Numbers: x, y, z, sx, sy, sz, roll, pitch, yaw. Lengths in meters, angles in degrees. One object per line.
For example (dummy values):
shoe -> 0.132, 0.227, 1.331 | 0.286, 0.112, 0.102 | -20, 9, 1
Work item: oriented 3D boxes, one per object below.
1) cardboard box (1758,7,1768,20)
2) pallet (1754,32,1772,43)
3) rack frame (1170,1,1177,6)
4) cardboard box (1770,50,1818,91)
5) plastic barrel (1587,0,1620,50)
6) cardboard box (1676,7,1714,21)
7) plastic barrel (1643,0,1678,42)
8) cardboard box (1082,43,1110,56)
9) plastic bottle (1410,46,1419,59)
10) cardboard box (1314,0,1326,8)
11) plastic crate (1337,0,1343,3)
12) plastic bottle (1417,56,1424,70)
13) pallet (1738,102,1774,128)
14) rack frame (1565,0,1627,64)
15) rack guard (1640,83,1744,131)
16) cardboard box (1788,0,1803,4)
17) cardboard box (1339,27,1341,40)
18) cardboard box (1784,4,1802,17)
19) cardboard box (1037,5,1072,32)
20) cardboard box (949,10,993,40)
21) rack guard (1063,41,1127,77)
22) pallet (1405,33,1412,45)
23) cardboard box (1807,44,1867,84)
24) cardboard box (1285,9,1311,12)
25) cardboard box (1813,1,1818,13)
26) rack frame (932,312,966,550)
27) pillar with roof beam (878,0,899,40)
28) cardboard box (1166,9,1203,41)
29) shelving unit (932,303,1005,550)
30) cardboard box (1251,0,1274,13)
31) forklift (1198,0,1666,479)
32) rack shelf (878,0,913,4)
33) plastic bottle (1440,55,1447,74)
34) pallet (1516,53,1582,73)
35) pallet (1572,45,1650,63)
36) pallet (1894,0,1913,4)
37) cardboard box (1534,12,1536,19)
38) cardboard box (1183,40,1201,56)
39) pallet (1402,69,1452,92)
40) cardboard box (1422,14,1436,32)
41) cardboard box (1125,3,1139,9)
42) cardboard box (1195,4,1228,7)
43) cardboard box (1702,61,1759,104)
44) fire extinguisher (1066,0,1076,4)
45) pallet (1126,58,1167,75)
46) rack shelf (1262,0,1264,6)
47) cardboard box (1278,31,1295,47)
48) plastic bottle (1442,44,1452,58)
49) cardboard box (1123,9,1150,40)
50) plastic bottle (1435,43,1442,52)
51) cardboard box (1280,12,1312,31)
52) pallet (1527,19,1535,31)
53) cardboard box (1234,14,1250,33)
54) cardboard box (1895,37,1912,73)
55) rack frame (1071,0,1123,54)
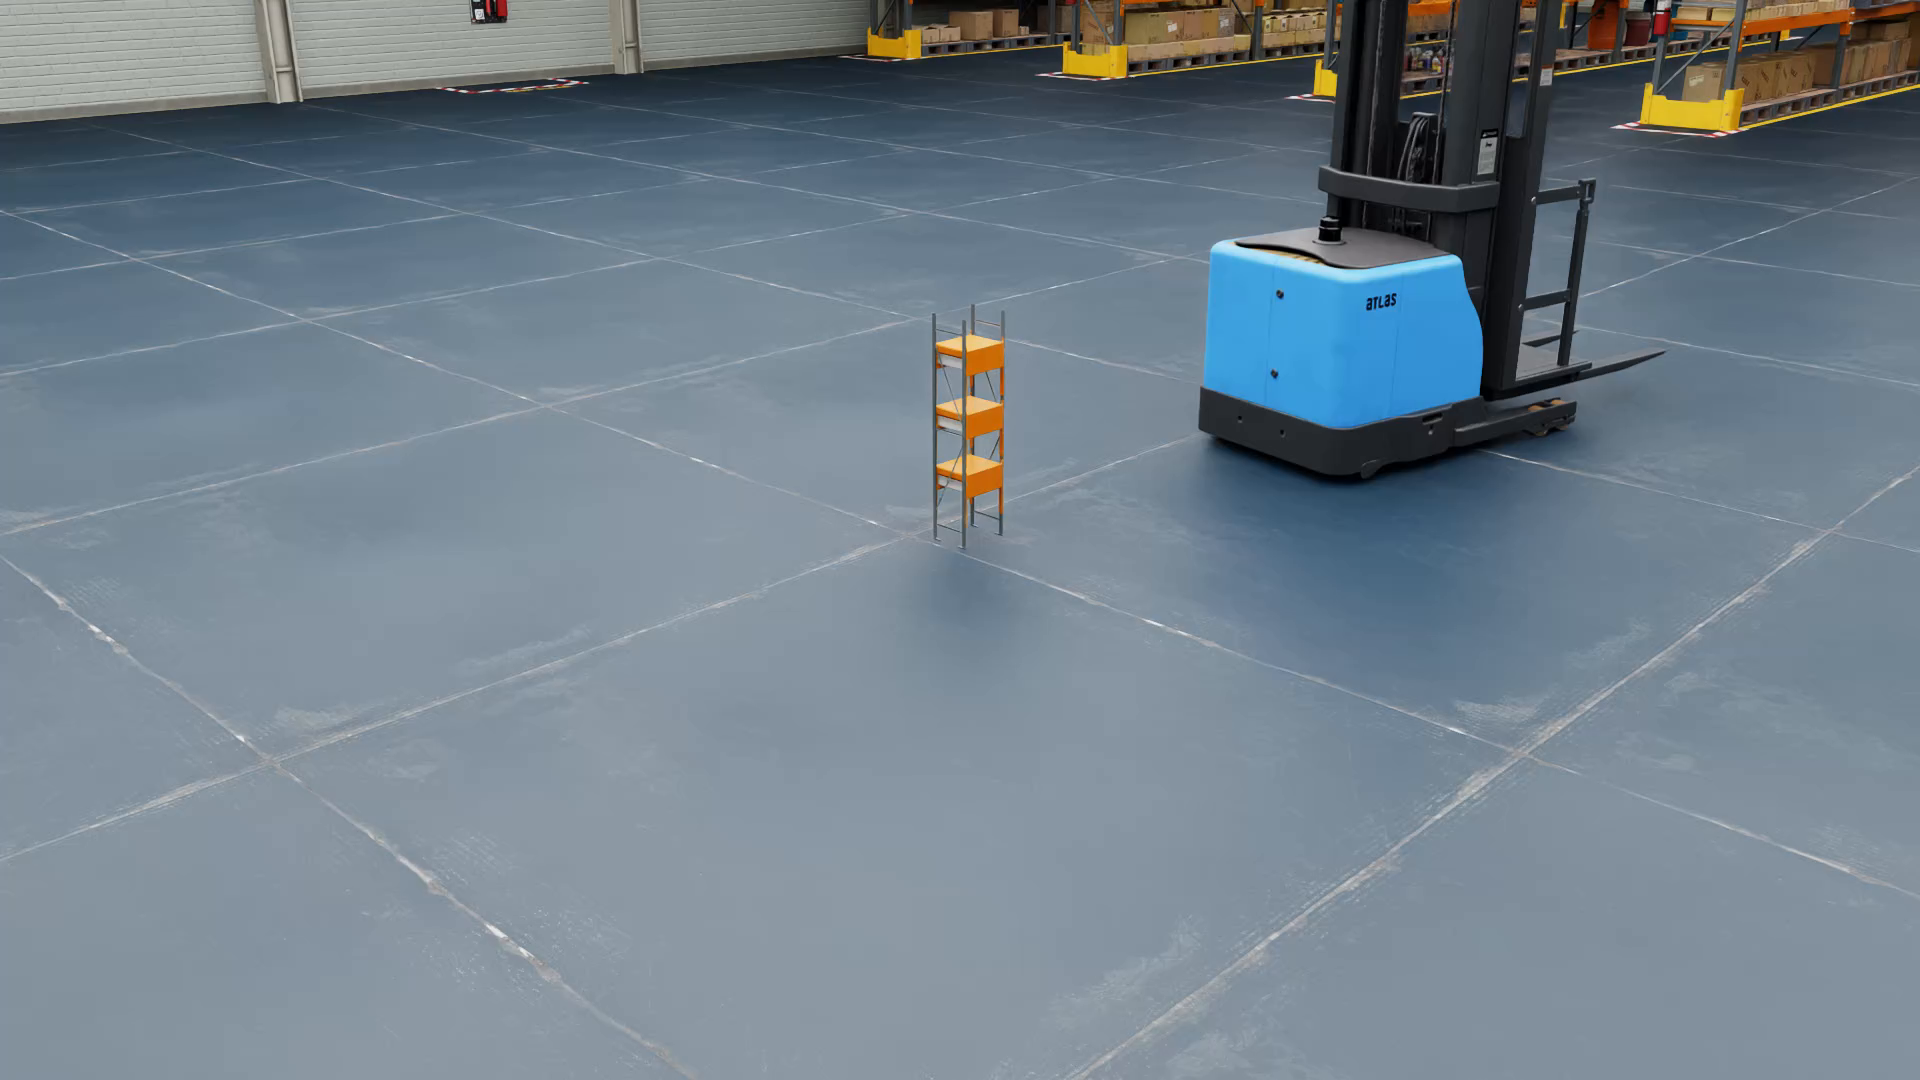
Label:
cardboard box -> 10.105, -6.749, 21.302 | 0.380, 0.149, 0.250 | 19, 28, 41
pallet -> 16.372, -10.581, 34.809 | 1.003, 0.211, 1.213 | 19, 28, 41
rack frame -> 4.296, -12.508, 35.936 | 1.000, 3.000, 0.127 | 19, 28, 41
cardboard box -> 11.845, -6.697, 23.716 | 0.500, 0.500, 0.500 | 18, 28, 39
plastic barrel -> 11.723, -9.341, 30.137 | 0.600, 0.830, 0.708 | 19, 28, 41
cardboard box -> 9.413, -6.740, 21.279 | 0.380, 0.149, 0.250 | 19, 28, 41
plastic barrel -> 13.299, -9.956, 31.635 | 0.600, 0.901, 0.708 | 19, 28, 41
cardboard box -> 2.429, -8.337, 28.331 | 0.500, 0.250, 0.500 | 19, 28, 41
plastic bottle -> 7.185, -7.660, 26.401 | 0.185, 0.351, 0.144 | -19, 28, -40
cardboard box -> 8.394, -12.992, 40.093 | 0.500, 0.500, 0.700 | -19, 28, -41
plastic crate -> 5.948, -8.106, 24.691 | 0.499, 0.251, 0.616 | 19, 28, 41
plastic bottle -> 7.303, -7.571, 26.379 | 0.097, 0.201, 0.097 | 0, 21, 0
pallet -> 10.007, -5.650, 21.981 | 1.003, 0.211, 1.213 | 19, 28, 41
rack frame -> 11.394, -10.028, 29.485 | 1.000, 3.000, 0.127 | 19, 28, 41
rack guard -> 9.415, -5.585, 21.409 | 1.175, 0.500, 0.348 | 19, 28, 41
cardboard box -> 10.765, -7.454, 22.234 | 0.875, 0.500, 0.500 | 19, 28, 41
cardboard box -> 7.299, -9.852, 32.273 | 0.500, 0.250, 0.500 | 19, 28, 40
cardboard box -> 10.848, -6.990, 21.930 | 0.380, 0.149, 0.250 | 19, 28, 41
cardboard box -> 2.007, -10.712, 34.133 | 0.500, 0.500, 0.700 | -19, 28, -40
cardboard box -> 0.208, -9.968, 32.199 | 0.700, 0.500, 0.500 | 17, 27, 37
rack guard -> 2.250, -8.040, 27.795 | 1.175, 0.500, 0.348 | 19, 28, 41
pallet -> 8.396, -10.150, 33.688 | 1.003, 0.211, 1.213 | 19, 28, 41
cardboard box -> 12.943, -7.069, 24.657 | 0.700, 0.500, 0.500 | 19, 28, 40
cardboard box -> 6.554, -10.115, 32.175 | 0.500, 0.311, 0.500 | 18, 28, 39
cardboard box -> 11.451, -7.280, 22.684 | 0.380, 0.149, 0.250 | 19, 28, 41
rack frame -> -0.048, -0.472, 7.340 | 0.200, 1.050, 0.008 | 19, 28, 41
pillar with roof beam -> 1.668, -12.571, 27.737 | 9.100, 9.000, 0.400 | 19, 28, 41
cardboard box -> 3.849, -8.942, 28.861 | 0.500, 0.500, 0.500 | 19, 28, 41
shelving unit -> 0.037, -0.504, 7.422 | 0.215, 1.050, 0.252 | 19, 28, 41
cardboard box -> 6.726, -12.529, 38.402 | 0.750, 0.750, 0.750 | 20, 28, 41
forklift -> 2.776, -2.071, 8.877 | 3.031, 2.935, 1.130 | -14, 25, -33
rack shelf -> 0.110, -10.630, 32.052 | 1.077, 0.370, 4.000 | 19, 28, 41
plastic bottle -> 7.473, -7.351, 25.692 | 0.133, 0.283, 0.061 | -20, 28, -41
pallet -> 9.975, -8.225, 28.680 | 1.003, 0.211, 1.213 | 19, 28, 41
pallet -> 11.914, -8.940, 30.539 | 1.003, 0.211, 1.213 | 19, 28, 41
pallet -> 13.591, -8.180, 24.943 | 1.003, 0.211, 1.213 | 19, 28, 41
cardboard box -> 12.879, -11.925, 37.756 | 0.380, 0.166, 0.250 | 19, 28, 41
cardboard box -> 3.848, -8.593, 28.996 | 0.500, 0.250, 0.500 | 19, 28, 41
pallet -> 7.254, -7.221, 26.068 | 1.003, 0.211, 1.213 | 19, 28, 41
cardboard box -> 9.445, -10.752, 34.239 | 0.500, 0.500, 0.500 | 18, 27, 39
cardboard box -> 3.388, -11.245, 35.521 | 0.700, 0.500, 0.500 | 19, 28, 41
cardboard box -> 4.510, -9.463, 30.215 | 0.500, 0.500, 0.500 | 19, 28, 41
cardboard box -> 10.202, -6.080, 22.111 | 0.500, 0.500, 0.500 | -12, 24, -28
fire extinguisher -> 1.852, -9.262, 27.600 | 0.296, 0.674, 0.183 | 19, 28, 41
pallet -> 2.771, -8.118, 28.401 | 1.003, 0.211, 1.213 | 19, 28, 41
rack shelf -> 6.453, -10.419, 31.504 | 1.077, 0.370, 4.000 | 19, 28, 41
cardboard box -> 5.874, -9.326, 30.905 | 0.500, 0.250, 0.500 | -19, 28, -41
plastic bottle -> 7.847, -7.829, 26.842 | 0.144, 0.351, 0.185 | 19, 28, 41
cardboard box -> 3.115, -8.948, 28.877 | 0.500, 0.500, 0.500 | 19, 28, 41
plastic bottle -> 7.743, -7.865, 26.936 | 0.185, 0.351, 0.144 | -19, 28, -41
cardboard box -> 6.237, -9.720, 31.147 | 0.500, 0.311, 0.500 | 18, 27, 39
pallet -> 12.820, -11.799, 37.979 | 1.003, 0.211, 1.213 | 19, 28, 41
cardboard box -> 5.135, -9.591, 30.812 | 0.500, 0.311, 0.500 | 19, 28, 41
cardboard box -> 14.490, -7.650, 26.168 | 0.700, 0.500, 0.500 | 17, 27, 38
rack frame -> 2.267, -9.213, 27.362 | 1.000, 3.000, 0.127 | 19, 28, 41
